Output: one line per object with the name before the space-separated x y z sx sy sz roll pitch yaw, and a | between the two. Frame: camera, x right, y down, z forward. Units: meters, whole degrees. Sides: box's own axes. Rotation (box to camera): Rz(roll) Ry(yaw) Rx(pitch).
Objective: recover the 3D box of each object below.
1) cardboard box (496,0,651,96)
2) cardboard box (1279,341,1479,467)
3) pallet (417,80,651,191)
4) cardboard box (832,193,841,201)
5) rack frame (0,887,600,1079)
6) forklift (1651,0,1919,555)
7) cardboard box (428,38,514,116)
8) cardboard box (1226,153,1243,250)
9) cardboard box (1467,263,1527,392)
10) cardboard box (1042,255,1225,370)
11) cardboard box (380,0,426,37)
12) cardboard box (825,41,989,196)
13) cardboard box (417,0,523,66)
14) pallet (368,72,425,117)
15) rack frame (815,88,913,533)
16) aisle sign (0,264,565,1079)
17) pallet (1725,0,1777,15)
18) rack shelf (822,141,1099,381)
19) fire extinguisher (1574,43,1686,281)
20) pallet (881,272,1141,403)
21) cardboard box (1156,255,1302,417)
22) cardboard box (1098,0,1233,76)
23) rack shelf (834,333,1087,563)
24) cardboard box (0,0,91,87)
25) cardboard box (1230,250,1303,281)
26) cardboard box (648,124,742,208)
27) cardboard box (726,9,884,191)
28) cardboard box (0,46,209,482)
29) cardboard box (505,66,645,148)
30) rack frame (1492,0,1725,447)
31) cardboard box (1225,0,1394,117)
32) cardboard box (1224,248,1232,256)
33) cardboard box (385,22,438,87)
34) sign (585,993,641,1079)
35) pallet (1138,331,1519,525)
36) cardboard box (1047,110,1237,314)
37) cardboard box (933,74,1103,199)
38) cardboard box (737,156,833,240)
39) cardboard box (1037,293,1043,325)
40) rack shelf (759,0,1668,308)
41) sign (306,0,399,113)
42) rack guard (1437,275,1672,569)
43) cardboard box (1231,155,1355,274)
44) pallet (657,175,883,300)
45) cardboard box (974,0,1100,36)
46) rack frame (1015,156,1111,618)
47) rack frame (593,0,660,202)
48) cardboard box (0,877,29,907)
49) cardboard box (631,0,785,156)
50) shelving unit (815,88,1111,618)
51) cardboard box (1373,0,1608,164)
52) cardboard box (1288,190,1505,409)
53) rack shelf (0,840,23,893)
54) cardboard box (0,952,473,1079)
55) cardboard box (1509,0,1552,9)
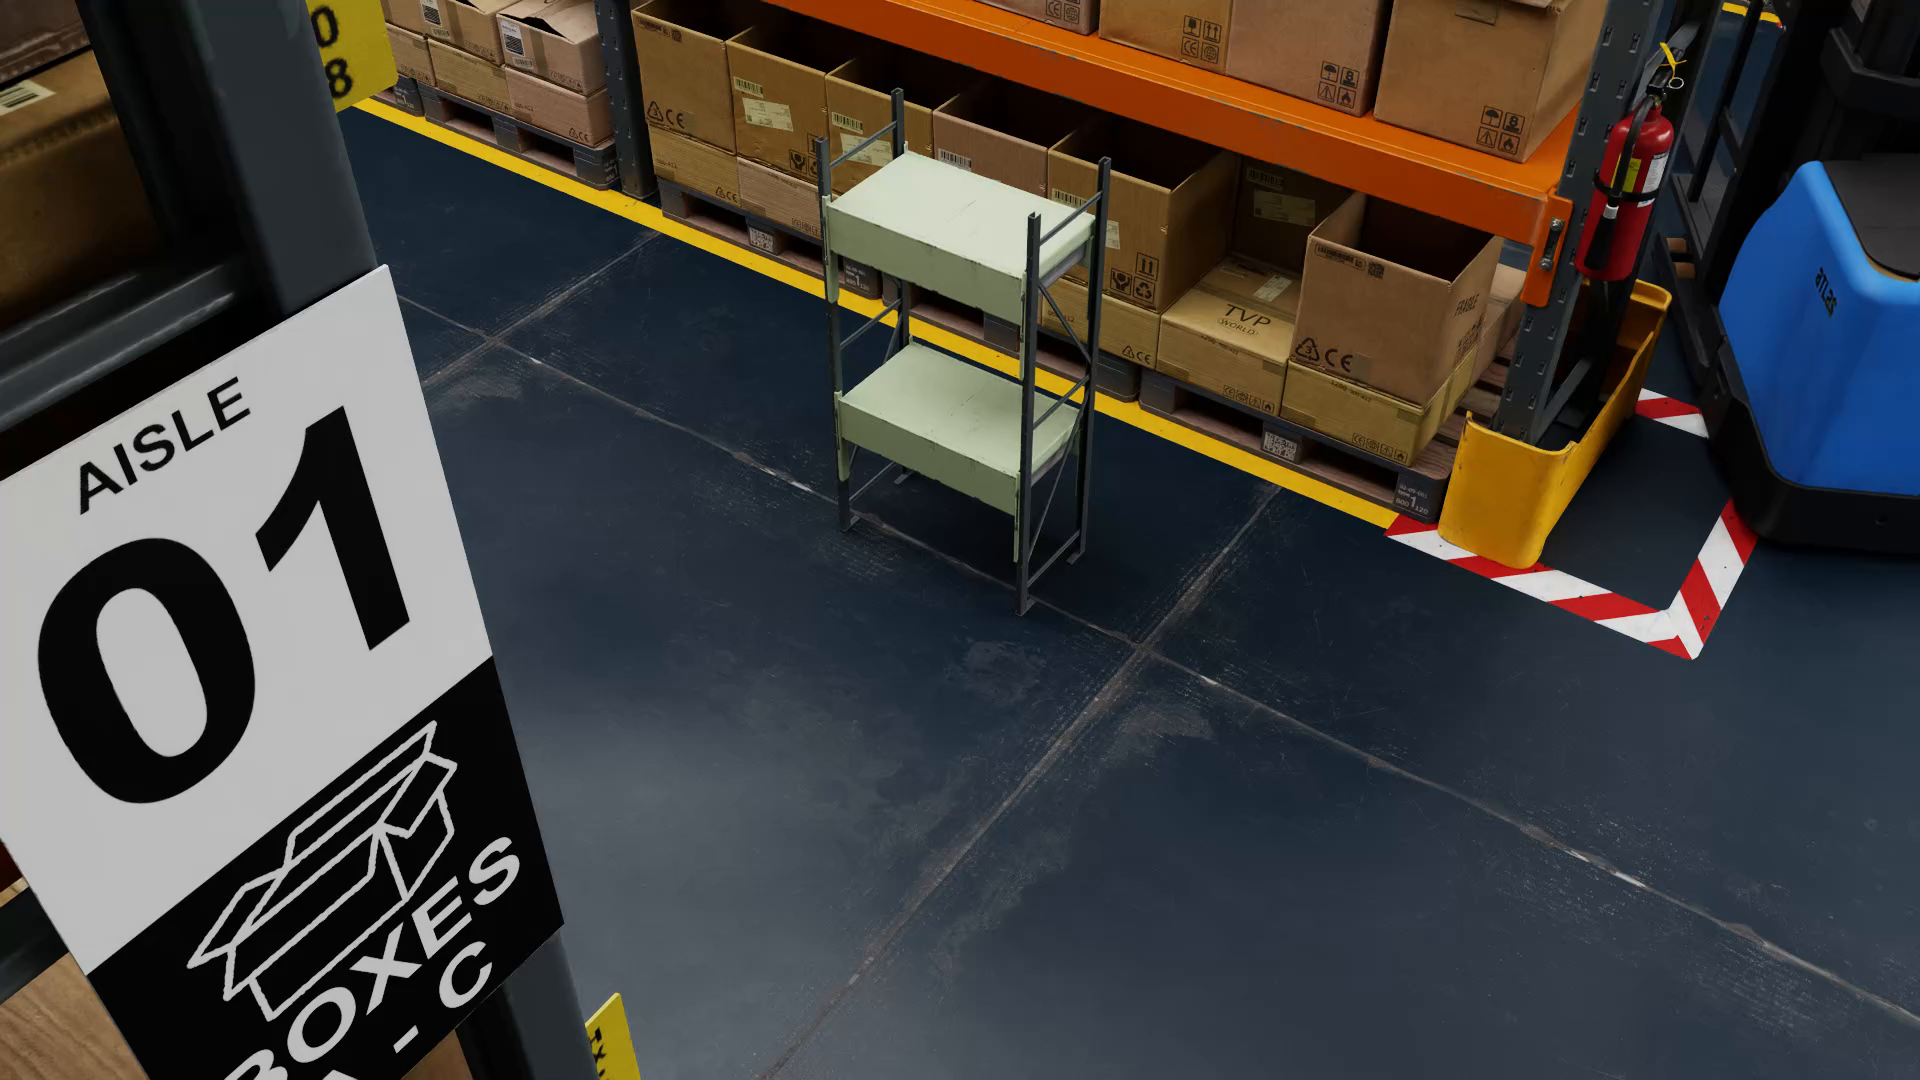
cardboard box | -1.680 -2.266 7.359 0.500 0.311 0.500 25 48 25
cardboard box | 1.482 -0.571 5.885 0.500 0.250 0.500 25 48 25
pallet | -1.810 -2.148 7.992 1.213 0.211 1.003 25 48 25
cardboard box | -0.166 -1.327 6.730 0.500 0.250 0.500 25 48 25
rack frame | -0.751 1.311 2.035 0.127 3.000 1.000 25 48 25
forklift | 3.427 -1.987 5.773 1.130 2.935 3.031 6 42 6
cardboard box | -2.103 -2.253 7.766 0.500 0.250 0.500 24 47 25
cardboard box | 0.952 -1.508 6.370 0.500 0.500 0.500 25 48 25
cardboard box | 1.779 -0.853 6.201 0.500 0.250 0.500 25 48 25
cardboard box | 0.655 -0.946 6.305 0.500 0.250 0.500 25 48 25
cardboard box | -2.517 -2.654 7.793 0.500 0.311 0.500 25 47 25
cardboard box | -0.166 -1.606 6.480 0.500 0.500 0.500 25 48 25
cardboard box | -2.110 -2.461 7.578 0.500 0.311 0.500 26 48 26
pallet | -2.813 -2.615 8.514 1.213 0.211 1.003 25 48 25
rack frame | -0.294 -0.697 5.404 0.023 1.500 0.400 25 48 25
aisle sign | -0.519 0.206 1.321 0.004 0.787 0.394 25 48 25
pallet | 4.187 -3.376 9.364 1.213 0.211 1.003 25 48 25
rack shelf | 0.005 -0.847 4.987 0.720 0.370 0.431 25 48 25
fire extinguisher | 1.921 -1.067 4.751 0.183 0.674 0.296 25 48 25
pallet | 0.446 -1.093 6.813 1.213 0.211 1.003 25 48 25
cardboard box | 1.066 -0.755 6.092 0.500 0.250 0.500 25 48 25
cardboard box | 0.880 -2.009 5.671 0.500 0.500 0.700 25 48 26
rack shelf | 0.005 -0.313 5.464 0.720 0.370 0.431 25 48 25
cardboard box | -0.927 -0.504 0.975 0.500 0.500 0.500 22 46 22
cardboard box | 1.368 -1.043 6.413 0.500 0.250 0.500 25 48 25
cardboard box | -0.979 -1.715 7.164 0.500 0.250 0.500 25 48 25
cardboard box | -0.571 -1.802 6.699 0.500 0.500 0.500 25 48 25
cardboard box | -0.881 -0.116 1.291 0.500 0.500 0.500 26 48 26
cardboard box | -1.690 -2.059 7.548 0.500 0.250 0.500 25 47 25
rack frame | 2.091 -1.395 5.059 0.127 3.000 1.000 25 48 25
cardboard box | 1.283 -1.816 5.455 0.500 0.500 0.700 26 48 26
cardboard box | 0.959 -1.234 6.627 0.500 0.250 0.500 25 48 25
cardboard box | -2.522 -2.449 7.984 0.500 0.250 0.500 26 48 26
sign | -0.439 0.692 2.078 0.005 0.325 0.100 25 48 25
pallet | 1.440 -0.626 6.291 1.213 0.211 1.003 25 48 25
cardboard box | 0.654 -1.224 6.053 0.500 0.500 0.500 25 48 25
cardboard box | 0.245 -1.416 6.268 0.500 0.500 0.500 25 48 25
cardboard box | -0.572 -1.521 6.947 0.500 0.250 0.500 25 48 25
cardboard box | 0.247 -1.138 6.520 0.500 0.250 0.500 25 48 25
rack shelf | 0.453 -1.892 6.155 4.000 0.370 1.077 25 48 25
sign | -0.439 -0.429 1.075 0.005 0.325 0.100 25 48 25
rack guard | 2.110 -0.454 5.883 0.348 0.500 1.175 25 48 25
cardboard box | 1.369 -1.323 6.164 0.500 0.500 0.500 25 48 25
pallet | -0.557 -1.560 7.335 1.213 0.211 1.003 25 48 25
cardboard box | 0.447 -2.209 5.894 0.500 0.500 0.700 27 48 27
rack frame | 0.305 -0.416 5.090 0.023 1.500 0.400 25 48 25
rack frame | -1.184 -2.926 6.771 0.127 3.000 1.000 25 48 25
cardboard box | -1.368 0.539 2.434 0.500 0.500 0.500 25 48 25
cardboard box | -0.984 -1.989 6.908 0.500 0.500 0.500 25 48 25
shelving unit | 0.005 -0.556 5.247 0.755 1.500 0.431 25 48 25
cardboard box | 1.716 -1.618 5.233 0.500 0.500 0.700 25 48 25
cardboard box | 1.481 -0.849 5.634 0.500 0.500 0.500 25 48 25
rack shelf | -2.388 -0.304 2.131 4.000 0.370 1.077 25 48 25
cardboard box | -0.969 0.733 2.216 0.500 0.500 0.500 25 48 25
cardboard box | 1.668 -1.716 4.857 0.250 0.149 0.380 24 47 25
